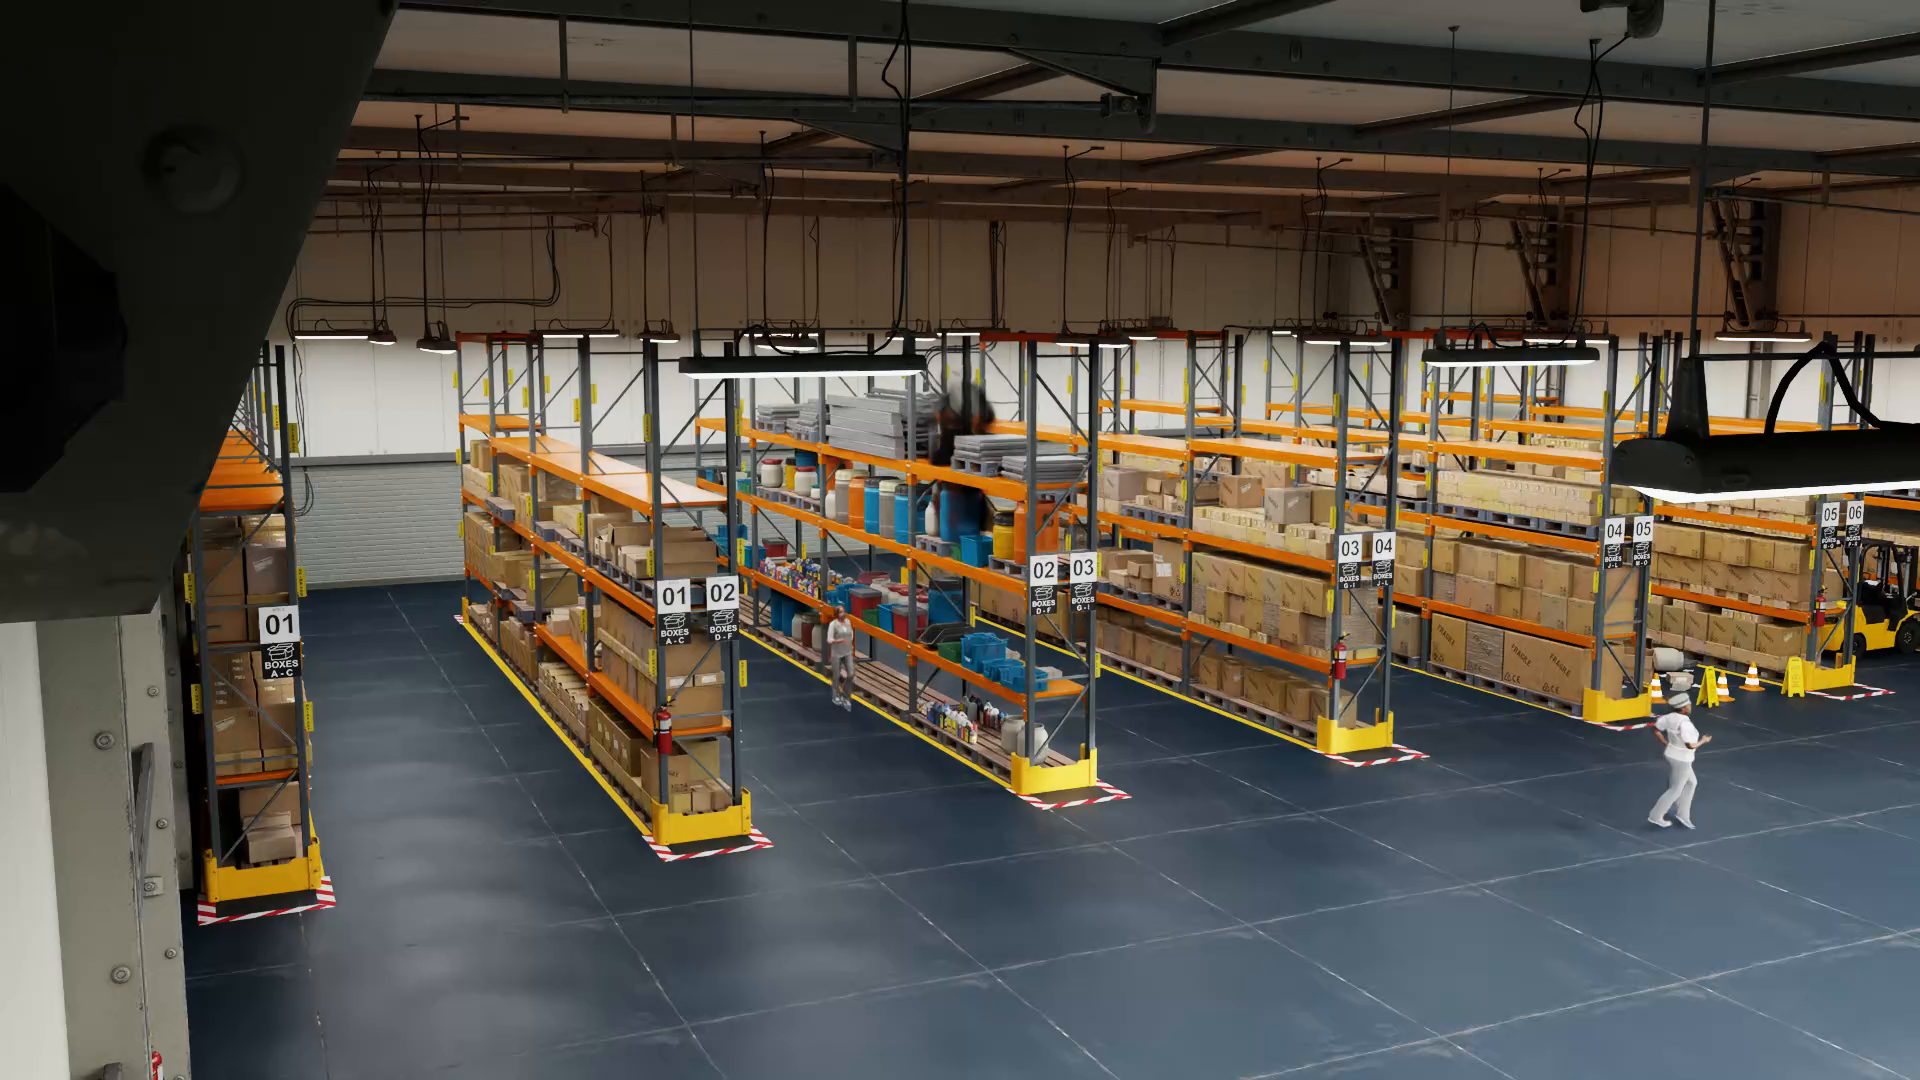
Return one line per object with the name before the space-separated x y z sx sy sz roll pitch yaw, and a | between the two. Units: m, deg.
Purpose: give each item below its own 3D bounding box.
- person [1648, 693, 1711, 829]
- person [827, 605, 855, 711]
person | 8.868 2.745 20.483 0.693 1.756 0.556 0 8 3
person | -1.803 1.819 25.628 0.517 1.657 0.633 -4 9 -28
